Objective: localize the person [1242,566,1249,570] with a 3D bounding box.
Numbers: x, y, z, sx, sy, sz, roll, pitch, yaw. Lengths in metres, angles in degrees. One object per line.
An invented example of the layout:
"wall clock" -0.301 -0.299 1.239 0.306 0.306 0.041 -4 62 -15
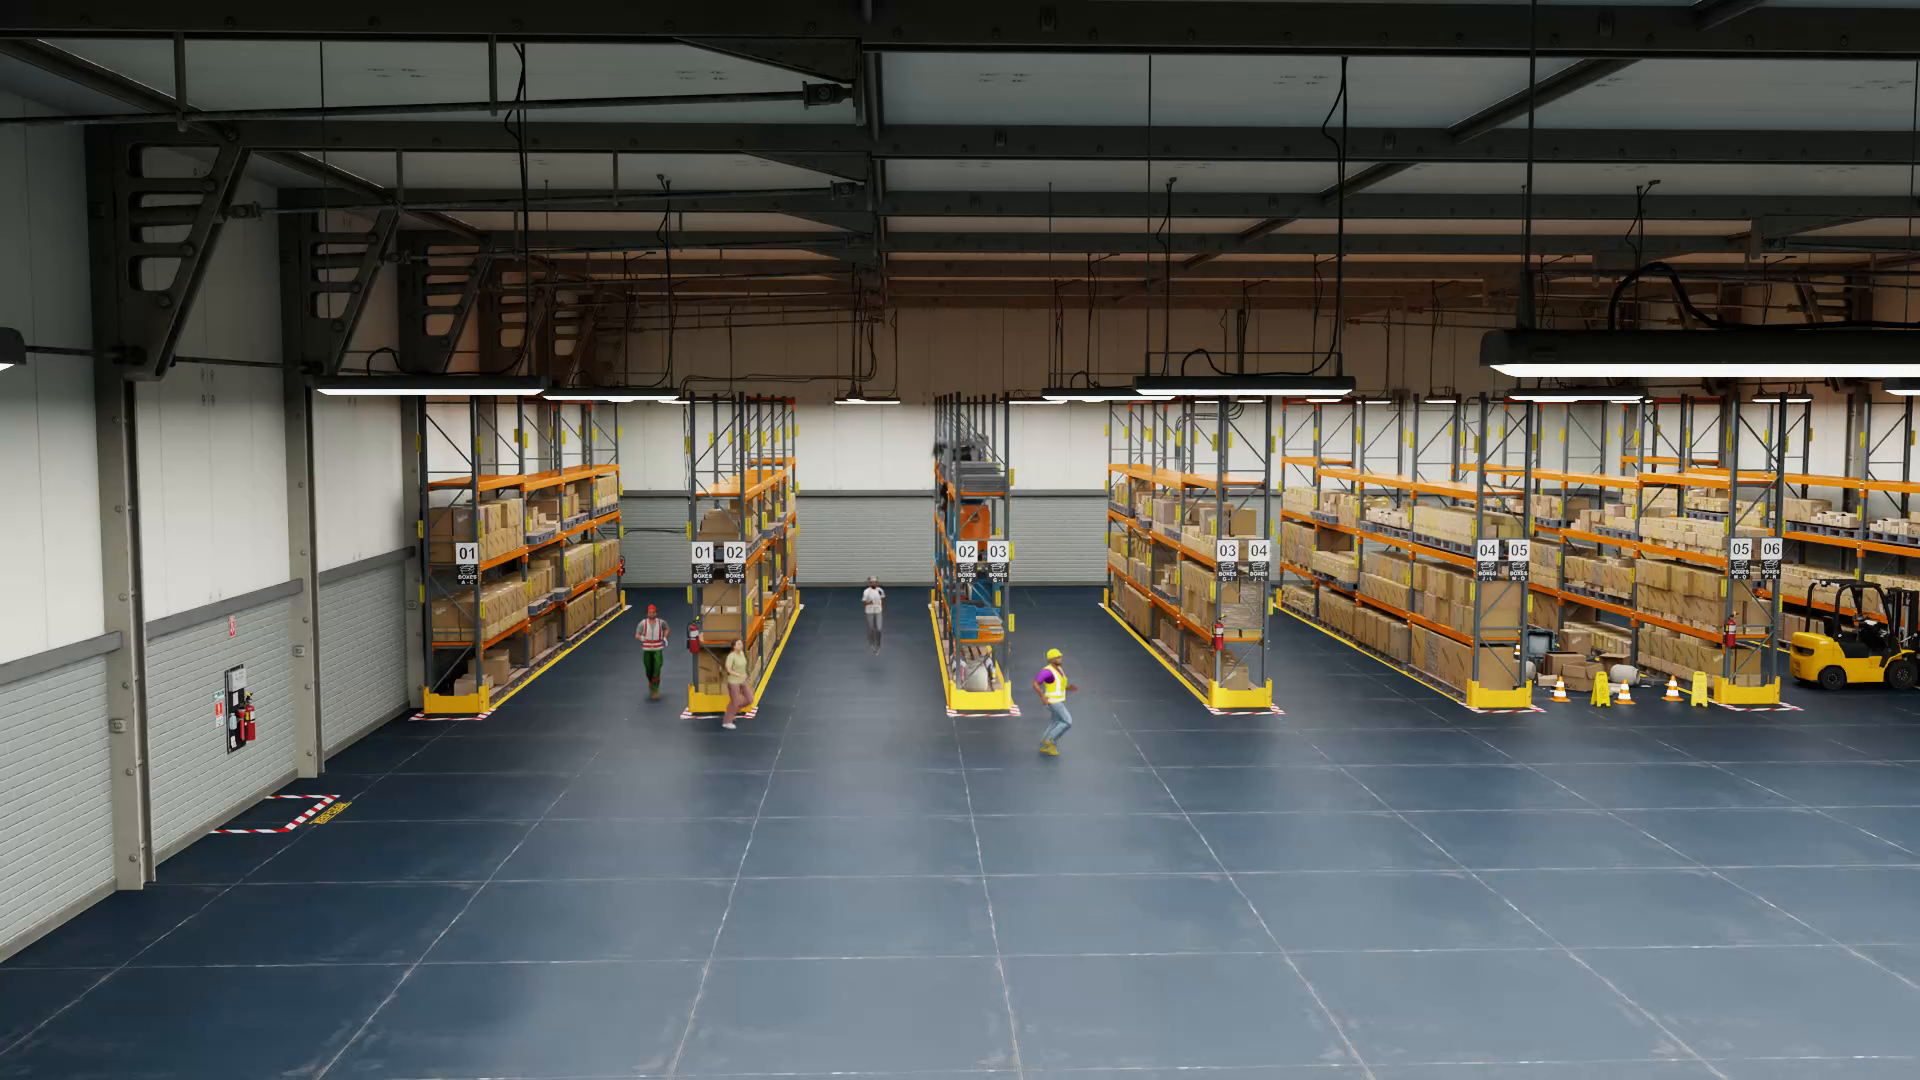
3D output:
"person" 8.300 0.951 48.778 0.953 1.705 0.843 -1 5 -8

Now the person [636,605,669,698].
"person" -6.077 2.176 32.871 0.656 1.786 0.987 -1 5 -9

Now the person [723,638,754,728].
"person" -3.942 2.544 29.605 0.632 1.626 0.609 3 5 32

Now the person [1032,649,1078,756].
"person" 1.600 2.659 27.267 0.665 1.738 0.685 2 5 21

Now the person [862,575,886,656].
"person" -1.891 1.671 36.767 0.542 1.786 0.656 -1 5 -10
